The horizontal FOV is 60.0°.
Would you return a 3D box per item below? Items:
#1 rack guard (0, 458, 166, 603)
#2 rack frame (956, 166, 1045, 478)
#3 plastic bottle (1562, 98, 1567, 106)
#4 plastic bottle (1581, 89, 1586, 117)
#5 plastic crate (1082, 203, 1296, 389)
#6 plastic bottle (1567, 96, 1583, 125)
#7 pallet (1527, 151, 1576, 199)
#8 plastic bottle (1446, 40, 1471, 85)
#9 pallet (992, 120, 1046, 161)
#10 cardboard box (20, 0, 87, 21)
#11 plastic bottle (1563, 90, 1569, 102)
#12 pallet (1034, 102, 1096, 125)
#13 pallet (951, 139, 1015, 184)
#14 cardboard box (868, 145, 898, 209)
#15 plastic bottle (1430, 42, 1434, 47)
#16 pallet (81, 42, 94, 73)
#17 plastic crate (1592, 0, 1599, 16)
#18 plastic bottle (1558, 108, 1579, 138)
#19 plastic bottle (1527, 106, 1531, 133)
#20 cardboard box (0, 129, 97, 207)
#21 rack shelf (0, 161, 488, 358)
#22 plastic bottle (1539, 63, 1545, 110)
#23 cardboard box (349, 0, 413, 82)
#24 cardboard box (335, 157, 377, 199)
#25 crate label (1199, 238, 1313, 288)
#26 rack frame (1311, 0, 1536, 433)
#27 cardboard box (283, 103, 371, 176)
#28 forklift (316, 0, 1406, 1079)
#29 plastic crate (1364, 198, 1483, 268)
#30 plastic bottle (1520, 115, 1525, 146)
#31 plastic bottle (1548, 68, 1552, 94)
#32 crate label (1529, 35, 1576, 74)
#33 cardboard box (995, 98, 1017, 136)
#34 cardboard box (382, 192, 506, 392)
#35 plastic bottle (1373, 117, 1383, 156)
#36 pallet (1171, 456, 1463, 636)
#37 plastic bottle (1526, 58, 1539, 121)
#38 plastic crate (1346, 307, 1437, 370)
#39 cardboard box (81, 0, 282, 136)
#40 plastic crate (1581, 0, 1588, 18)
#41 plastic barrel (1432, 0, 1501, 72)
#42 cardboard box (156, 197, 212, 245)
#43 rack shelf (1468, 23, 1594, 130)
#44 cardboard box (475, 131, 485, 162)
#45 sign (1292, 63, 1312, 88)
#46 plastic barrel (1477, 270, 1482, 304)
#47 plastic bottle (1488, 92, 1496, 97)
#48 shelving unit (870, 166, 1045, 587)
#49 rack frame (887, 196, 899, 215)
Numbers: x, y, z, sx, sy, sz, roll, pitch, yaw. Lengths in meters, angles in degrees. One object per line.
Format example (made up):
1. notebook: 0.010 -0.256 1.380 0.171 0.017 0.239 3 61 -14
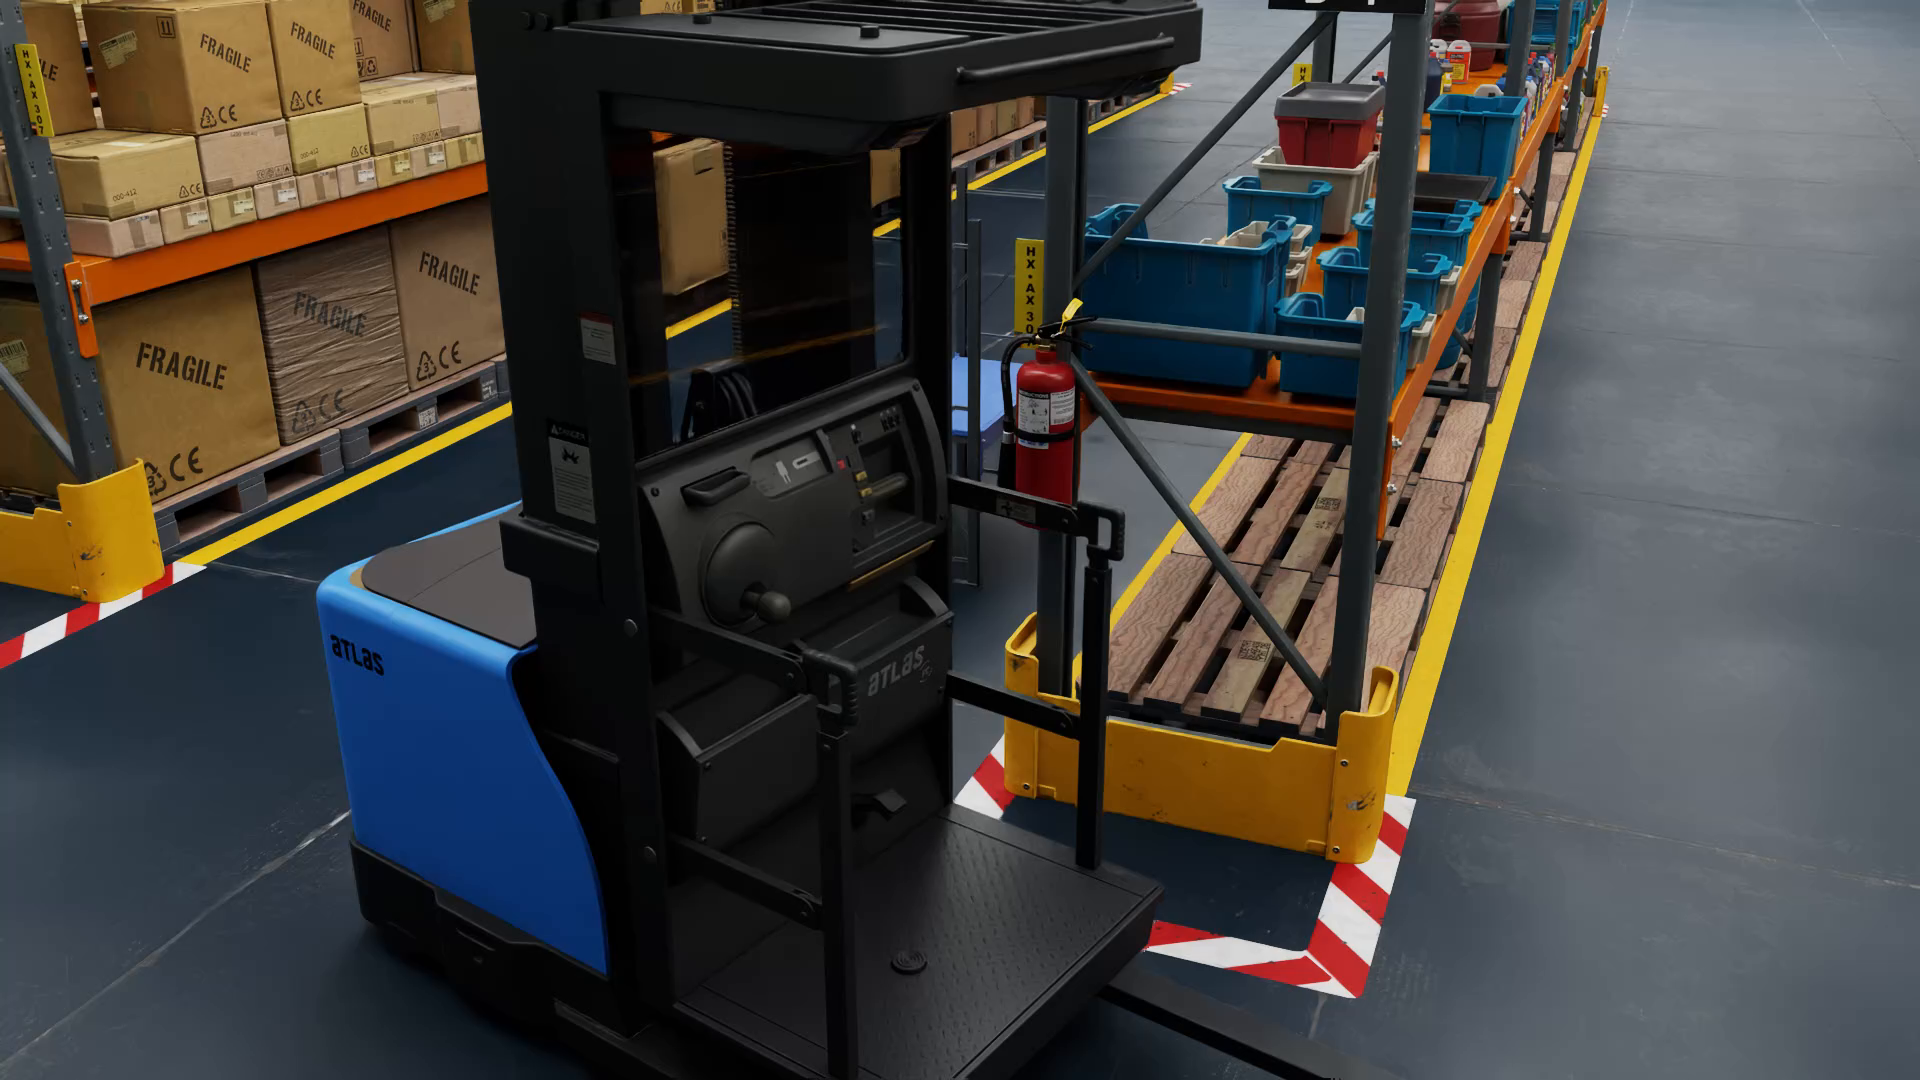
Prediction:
1. rack guard: -3.883 -0.115 6.876 1.175 0.500 0.348 9 24 20
2. rack frame: 0.220 -0.904 7.470 0.500 1.500 0.032 9 24 20
3. plastic bottle: 5.949 -4.270 16.543 0.152 0.276 0.135 9 24 20
4. plastic bottle: 6.366 -4.479 17.034 0.061 0.283 0.133 9 24 21
5. plastic crate: 0.676 -0.758 5.050 0.616 0.435 0.499 9 24 20
6. plastic bottle: 6.095 -4.292 16.499 0.144 0.351 0.185 9 24 20
7. pallet: 4.927 -3.289 14.849 1.003 0.211 1.213 9 24 20
8. plastic bottle: 3.377 -3.243 11.283 0.152 0.276 0.135 9 24 20
9. pallet: 0.296 -4.006 16.566 1.003 0.211 1.213 9 24 20
10. cardboard box: -6.382 -3.745 11.719 0.380 0.149 0.250 9 24 21
11. plastic bottle: 6.175 -4.452 16.969 0.061 0.283 0.133 9 24 20
12. pallet: 0.800 -4.530 17.821 1.003 0.211 1.213 9 24 20
13. pallet: -0.156 -3.567 15.517 1.003 0.211 1.213 9 24 20
14. cardboard box: -1.178 -3.109 13.013 1.225 0.875 0.875 8 24 18
15. plastic bottle: 3.167 -3.225 11.246 0.097 0.271 0.097 0 23 0
16. pallet: -6.536 -3.619 12.270 1.003 0.211 1.213 9 24 20
17. plastic crate: 5.949 -5.210 16.105 0.450 0.188 0.662 9 24 20
18. plastic bottle: 5.802 -3.979 15.847 0.152 0.276 0.135 10 25 22
19. plastic bottle: 3.149 -2.388 9.332 0.097 0.201 0.097 0 23 0
20. cardboard box: -3.940 -1.556 6.893 0.500 0.250 0.500 8 24 19
21. rack shelf: -3.131 -1.661 8.267 1.077 0.370 4.000 9 24 20
22. plastic bottle: 3.518 -2.762 10.122 0.061 0.283 0.133 9 24 20
23. cardboard box: -3.182 -2.626 8.480 0.500 0.500 0.500 8 24 18
24. cardboard box: -2.960 -1.701 7.757 0.380 0.149 0.250 8 24 19
25. crate label: 1.062 -0.996 6.008 0.396 0.136 0.243 9 24 20
26. rack frame: 2.211 -1.999 8.144 1.000 3.000 0.127 9 24 20
27. cardboard box: -3.068 -1.844 7.582 0.500 0.250 0.500 8 24 18
28. forklift: -0.174 -0.085 3.651 3.031 2.935 1.130 16 27 33
29. plastic crate: 1.723 -1.138 6.222 0.416 0.233 0.300 9 24 20
30. plastic bottle: 2.977 -2.222 8.935 0.097 0.201 0.097 0 23 0
31. plastic bottle: 3.797 -3.012 10.826 0.097 0.201 0.097 0 23 0
32. crate label: 4.201 -3.450 11.836 0.303 0.233 0.416 9 24 20
33. cardboard box: 0.141 -4.236 16.172 0.700 0.500 0.500 9 24 20
34. cardboard box: -3.042 -1.375 8.861 0.875 0.875 0.875 9 24 20
35. plastic bottle: 2.180 -2.084 8.604 0.097 0.201 0.097 0 23 0
36. pallet: 1.522 -0.006 6.990 1.003 0.211 1.213 9 24 20
37. plastic bottle: 3.302 -2.628 9.714 0.144 0.351 0.185 9 24 20
38. plastic crate: 1.318 -0.618 5.102 0.250 0.136 0.298 9 24 20
39. cardboard box: -3.259 -2.003 6.989 0.500 0.500 0.500 8 24 19
40. plastic crate: 5.061 -4.415 13.949 0.392 0.384 0.575 9 24 20
41. plastic barrel: 3.588 -3.703 12.046 0.600 0.536 0.708 9 24 20
42. cardboard box: -3.341 -1.333 6.875 0.380 0.149 0.250 8 24 19
43. rack shelf: 4.439 -3.814 13.423 1.077 0.370 4.000 9 24 20
44. cardboard box: -2.579 -2.068 8.635 0.380 0.149 0.250 9 24 21
45. sign: 1.701 -2.206 8.281 0.100 0.325 0.005 9 24 20
46. plastic barrel: 2.984 -1.680 10.063 0.421 0.512 0.421 0 23 0
47. plastic bottle: 2.657 -2.070 8.379 0.144 0.351 0.185 9 24 20
48. shelving unit: 0.032 -0.723 7.034 0.538 1.500 1.048 9 24 20
49. rack frame: -0.902 -4.140 13.269 1.000 3.000 0.127 9 24 20
